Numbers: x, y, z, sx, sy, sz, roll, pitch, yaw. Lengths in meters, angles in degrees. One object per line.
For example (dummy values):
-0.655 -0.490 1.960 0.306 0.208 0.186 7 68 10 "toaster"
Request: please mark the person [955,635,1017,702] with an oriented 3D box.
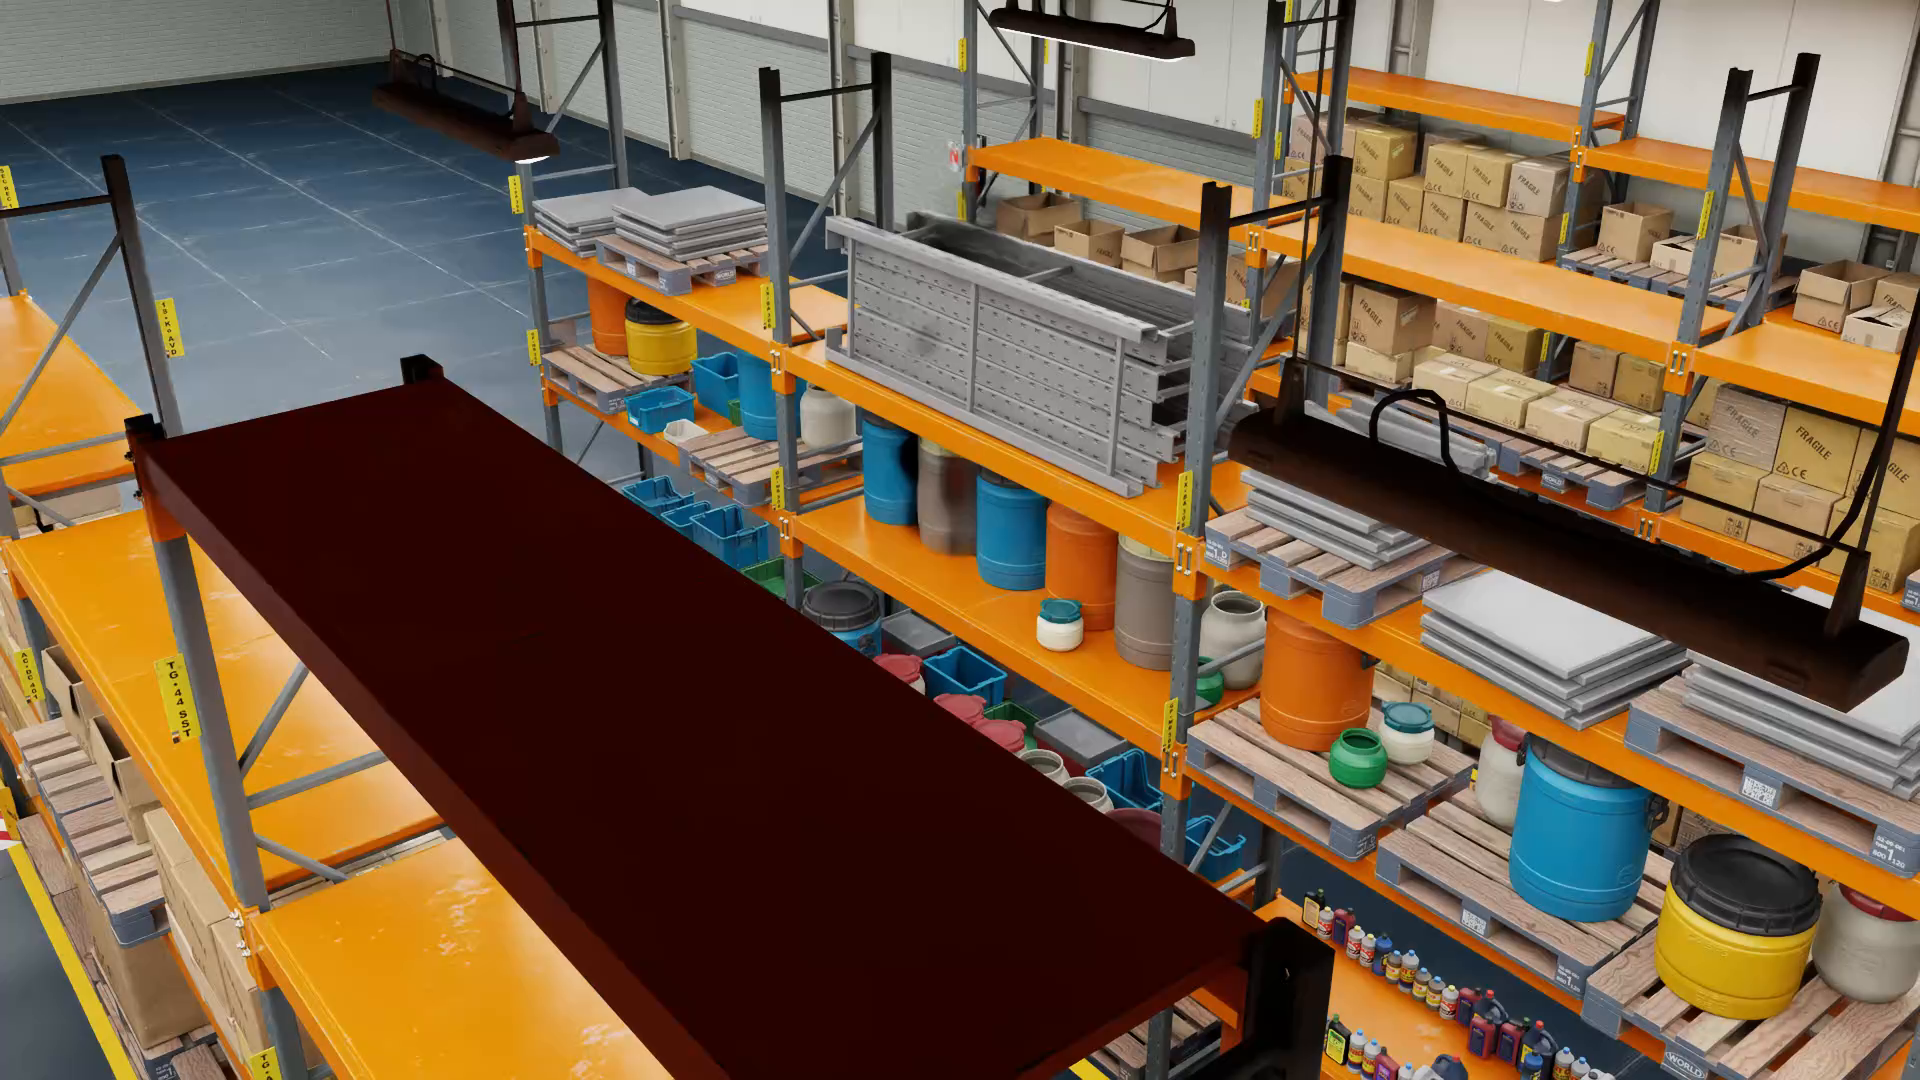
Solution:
0.333 1.062 14.092 0.695 1.779 1.020 -23 34 -38 "person"
